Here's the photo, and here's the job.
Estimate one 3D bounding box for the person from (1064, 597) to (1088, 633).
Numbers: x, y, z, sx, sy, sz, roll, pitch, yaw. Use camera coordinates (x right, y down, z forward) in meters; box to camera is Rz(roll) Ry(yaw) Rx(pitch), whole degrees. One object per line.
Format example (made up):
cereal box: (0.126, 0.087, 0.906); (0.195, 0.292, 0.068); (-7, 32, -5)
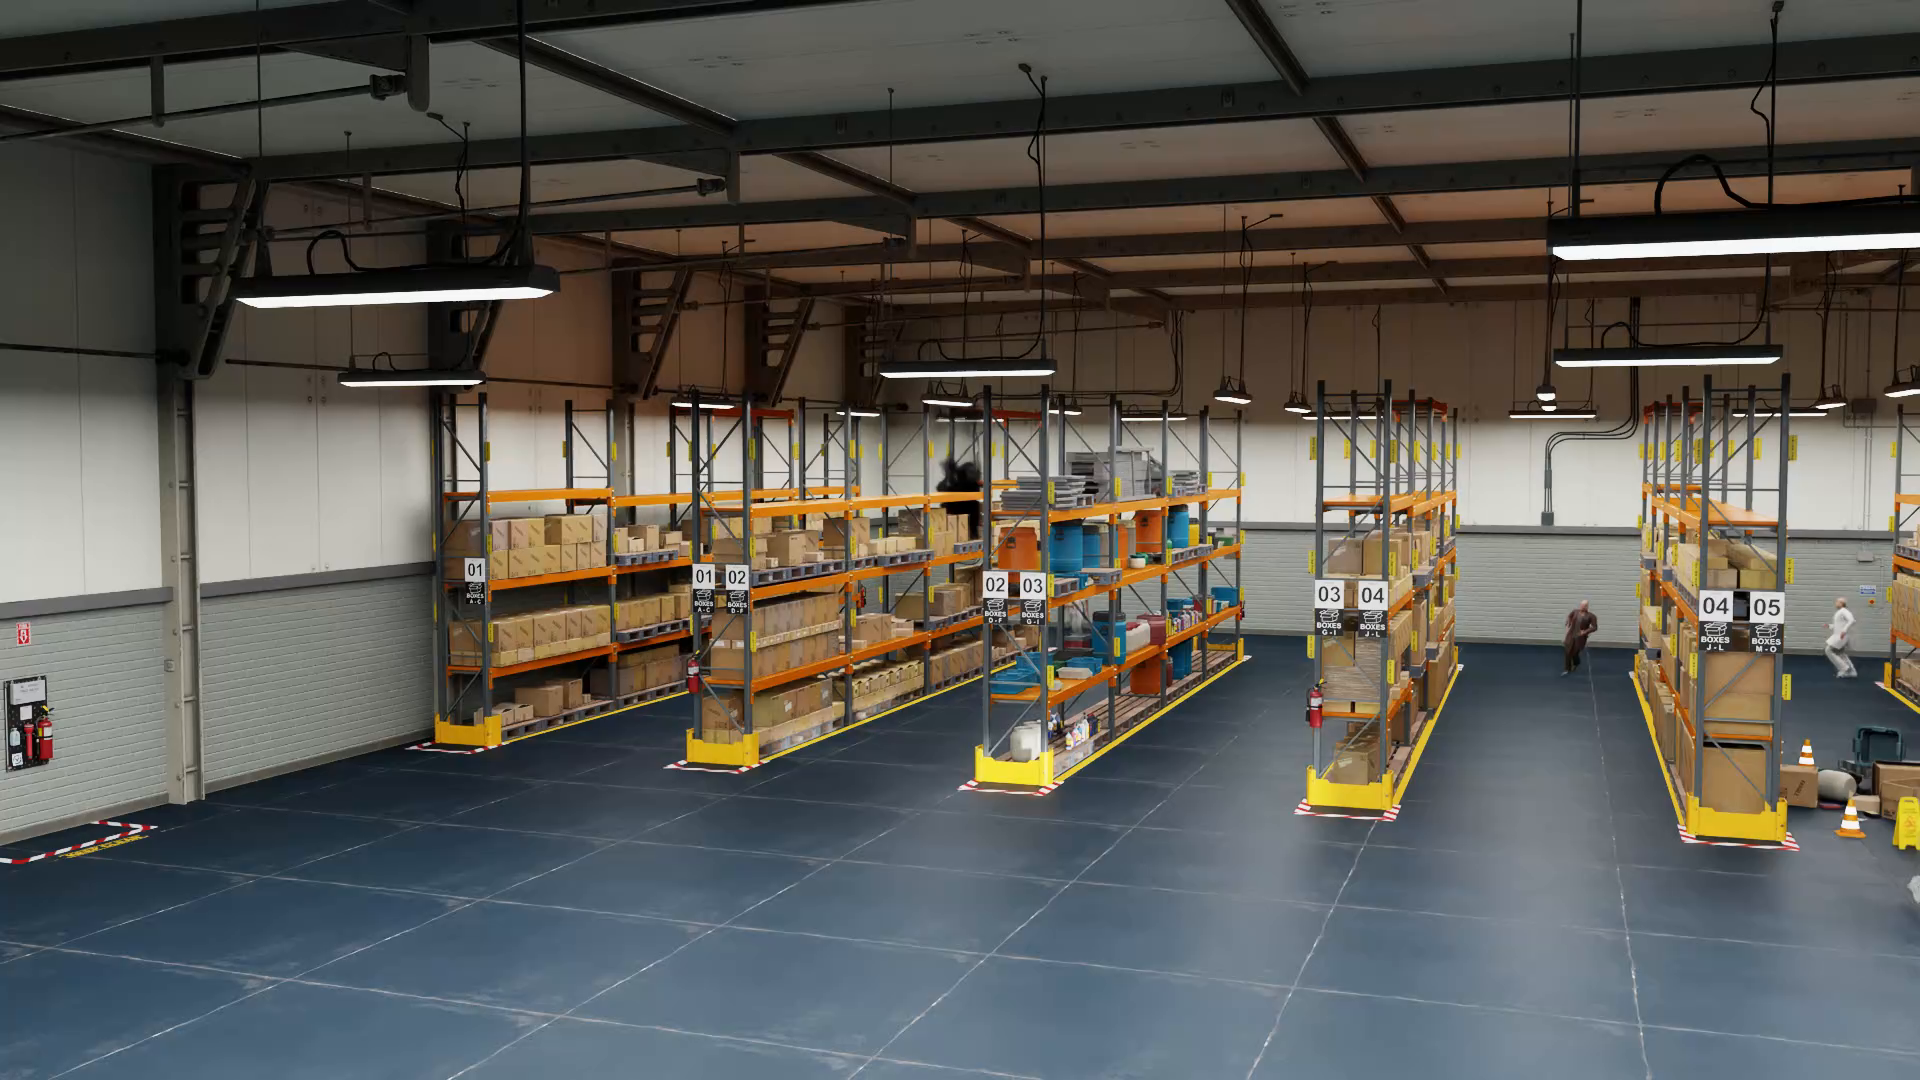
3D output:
person: (2.822, 1.803, 40.499); (0.552, 1.672, 0.787); (1, 3, 10)

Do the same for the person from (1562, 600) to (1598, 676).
person: (13.899, 2.188, 37.216); (0.746, 1.712, 0.732); (-3, 4, -44)

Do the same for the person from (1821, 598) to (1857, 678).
person: (19.449, 2.172, 36.787); (0.742, 1.788, 0.730); (2, 3, 29)

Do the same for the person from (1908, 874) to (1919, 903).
person: (10.686, 3.235, 17.761); (0.741, 1.711, 1.055); (-2, 4, -31)
